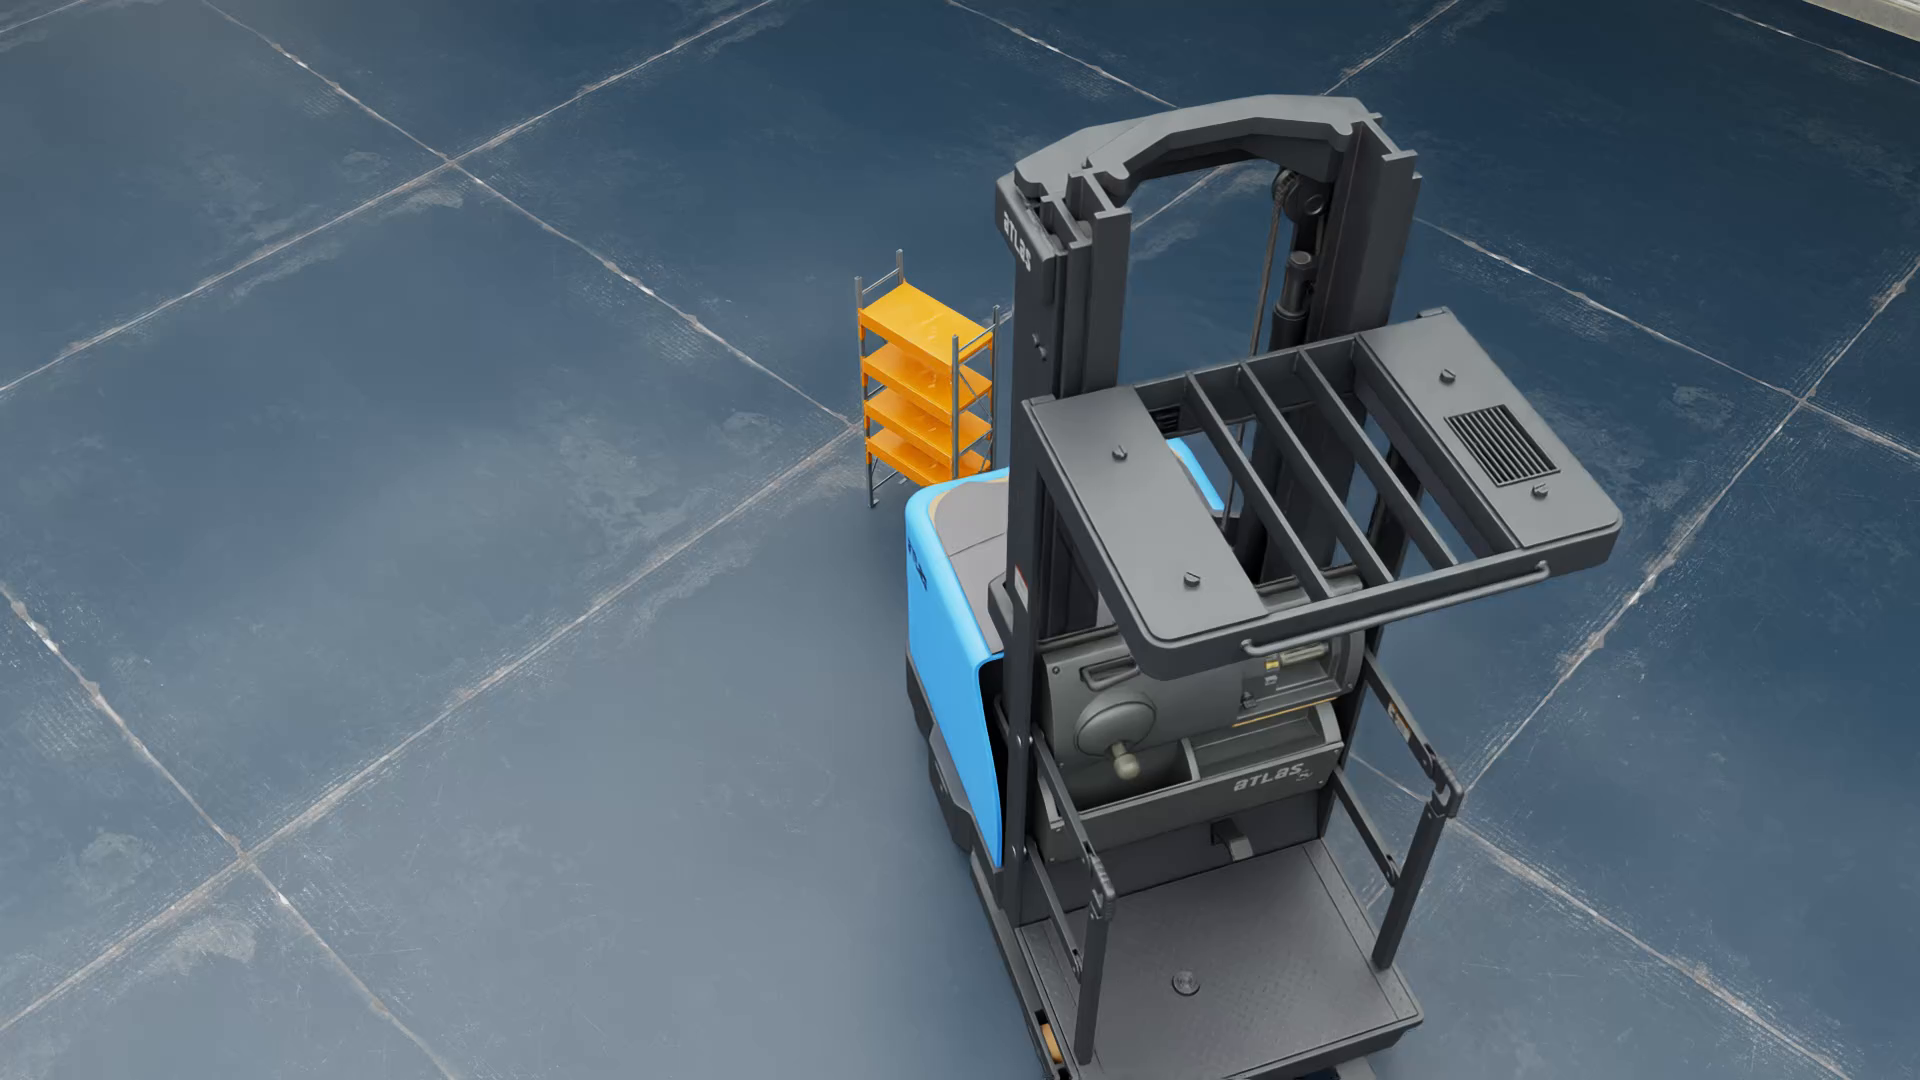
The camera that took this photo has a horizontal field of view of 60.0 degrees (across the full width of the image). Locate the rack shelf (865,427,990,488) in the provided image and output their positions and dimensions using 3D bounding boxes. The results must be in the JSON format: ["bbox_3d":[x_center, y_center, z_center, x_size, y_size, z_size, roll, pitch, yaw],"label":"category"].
[{"bbox_3d":[-0.122,-0.311,6.692,0.480,0.148,0.258,34,55,28],"label":"rack shelf"}]

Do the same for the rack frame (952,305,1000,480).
[{"bbox_3d":[0.058,-0.372,6.385,0.015,1.200,0.240,34,55,28],"label":"rack frame"}]

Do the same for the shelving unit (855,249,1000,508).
[{"bbox_3d":[-0.122,-0.493,6.498,0.503,1.200,0.258,34,55,28],"label":"shelving unit"}]

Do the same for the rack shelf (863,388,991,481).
[{"bbox_3d":[-0.122,-0.446,6.547,0.480,0.148,0.258,34,55,28],"label":"rack shelf"}]

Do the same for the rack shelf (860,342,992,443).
[{"bbox_3d":[-0.122,-0.600,6.384,0.480,0.148,0.258,34,55,28],"label":"rack shelf"}]

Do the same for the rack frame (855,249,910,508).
[{"bbox_3d":[-0.301,-0.613,6.611,0.015,1.200,0.240,34,55,28],"label":"rack frame"}]

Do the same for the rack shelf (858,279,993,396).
[{"bbox_3d":[-0.122,-0.762,6.211,0.480,0.148,0.258,34,55,28],"label":"rack shelf"}]

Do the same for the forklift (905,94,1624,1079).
[{"bbox_3d":[0.747,0.478,4.400,1.130,2.935,3.031,-14,48,-12],"label":"forklift"}]
